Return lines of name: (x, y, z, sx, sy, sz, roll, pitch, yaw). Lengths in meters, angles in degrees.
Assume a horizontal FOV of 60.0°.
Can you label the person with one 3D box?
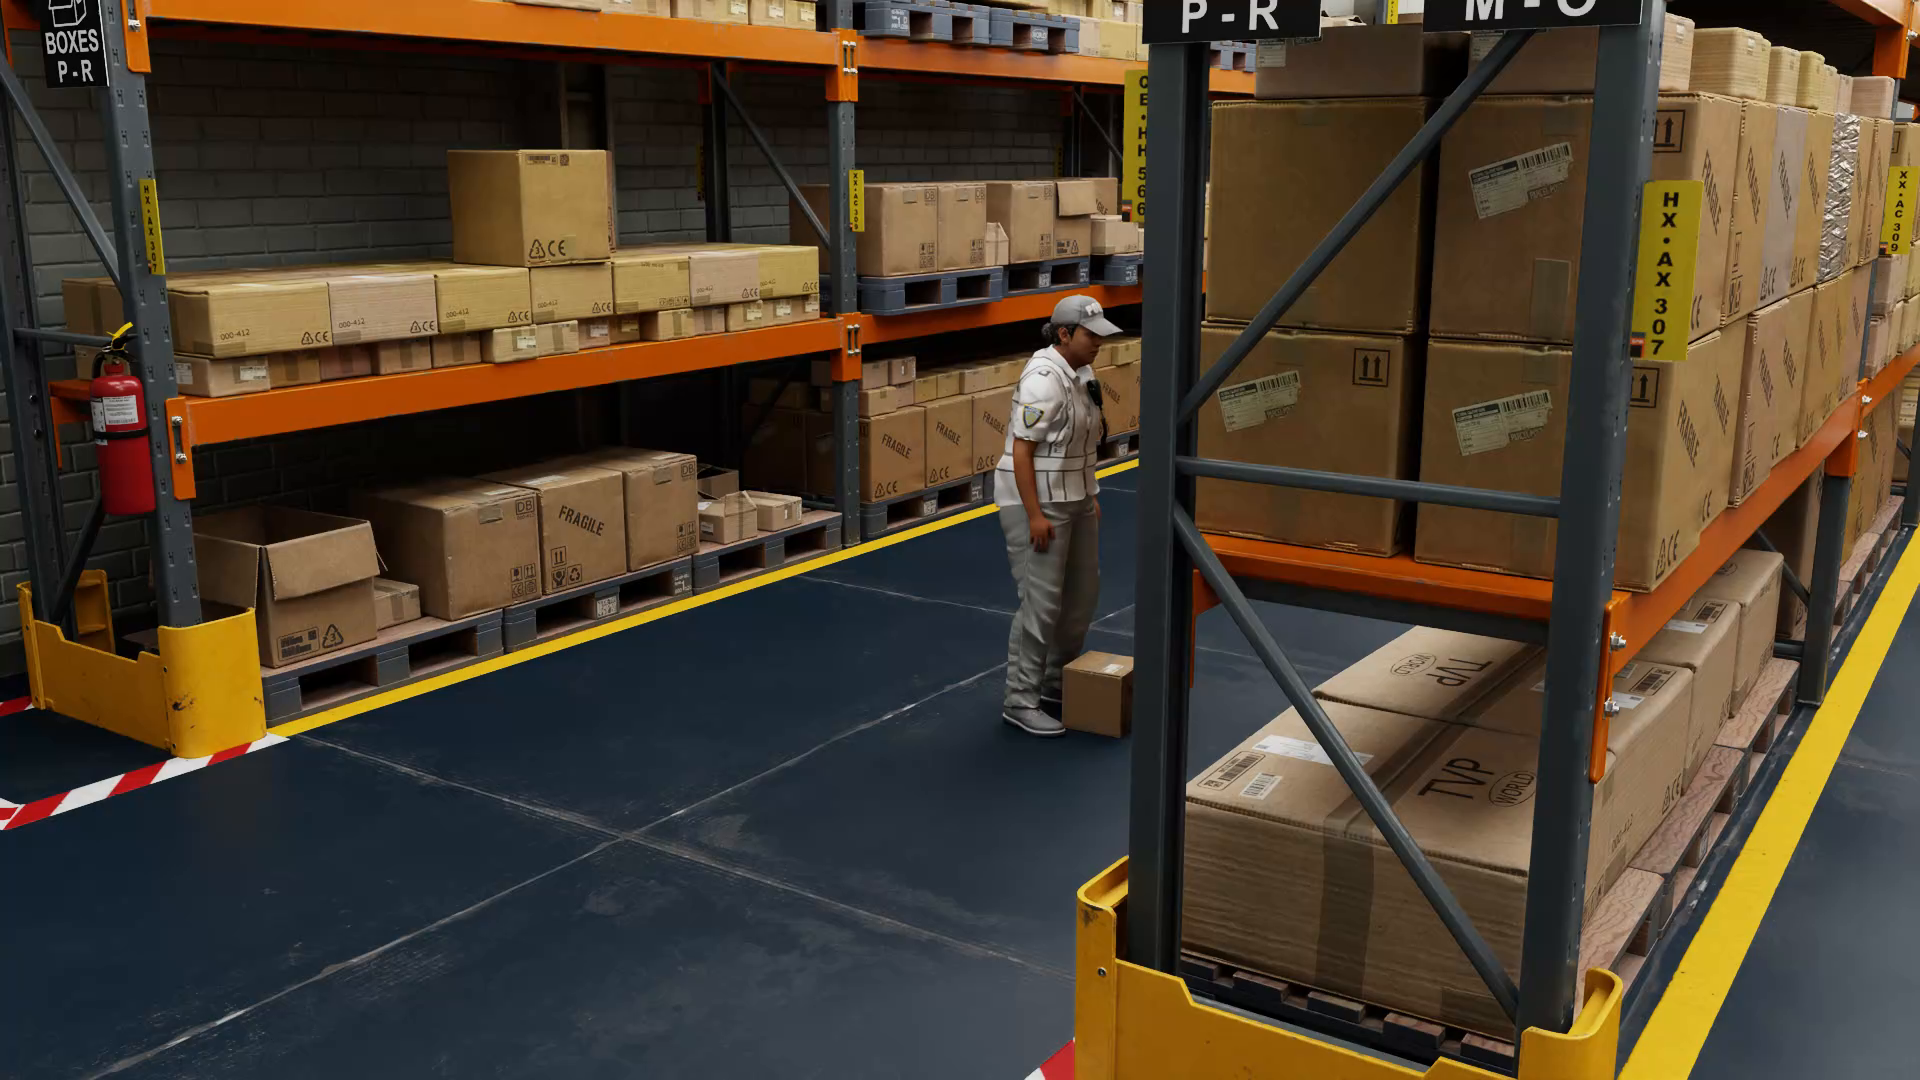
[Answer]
person: (0.384, -0.116, 6.465, 0.465, 1.667, 0.561, 8, 15, 31)
